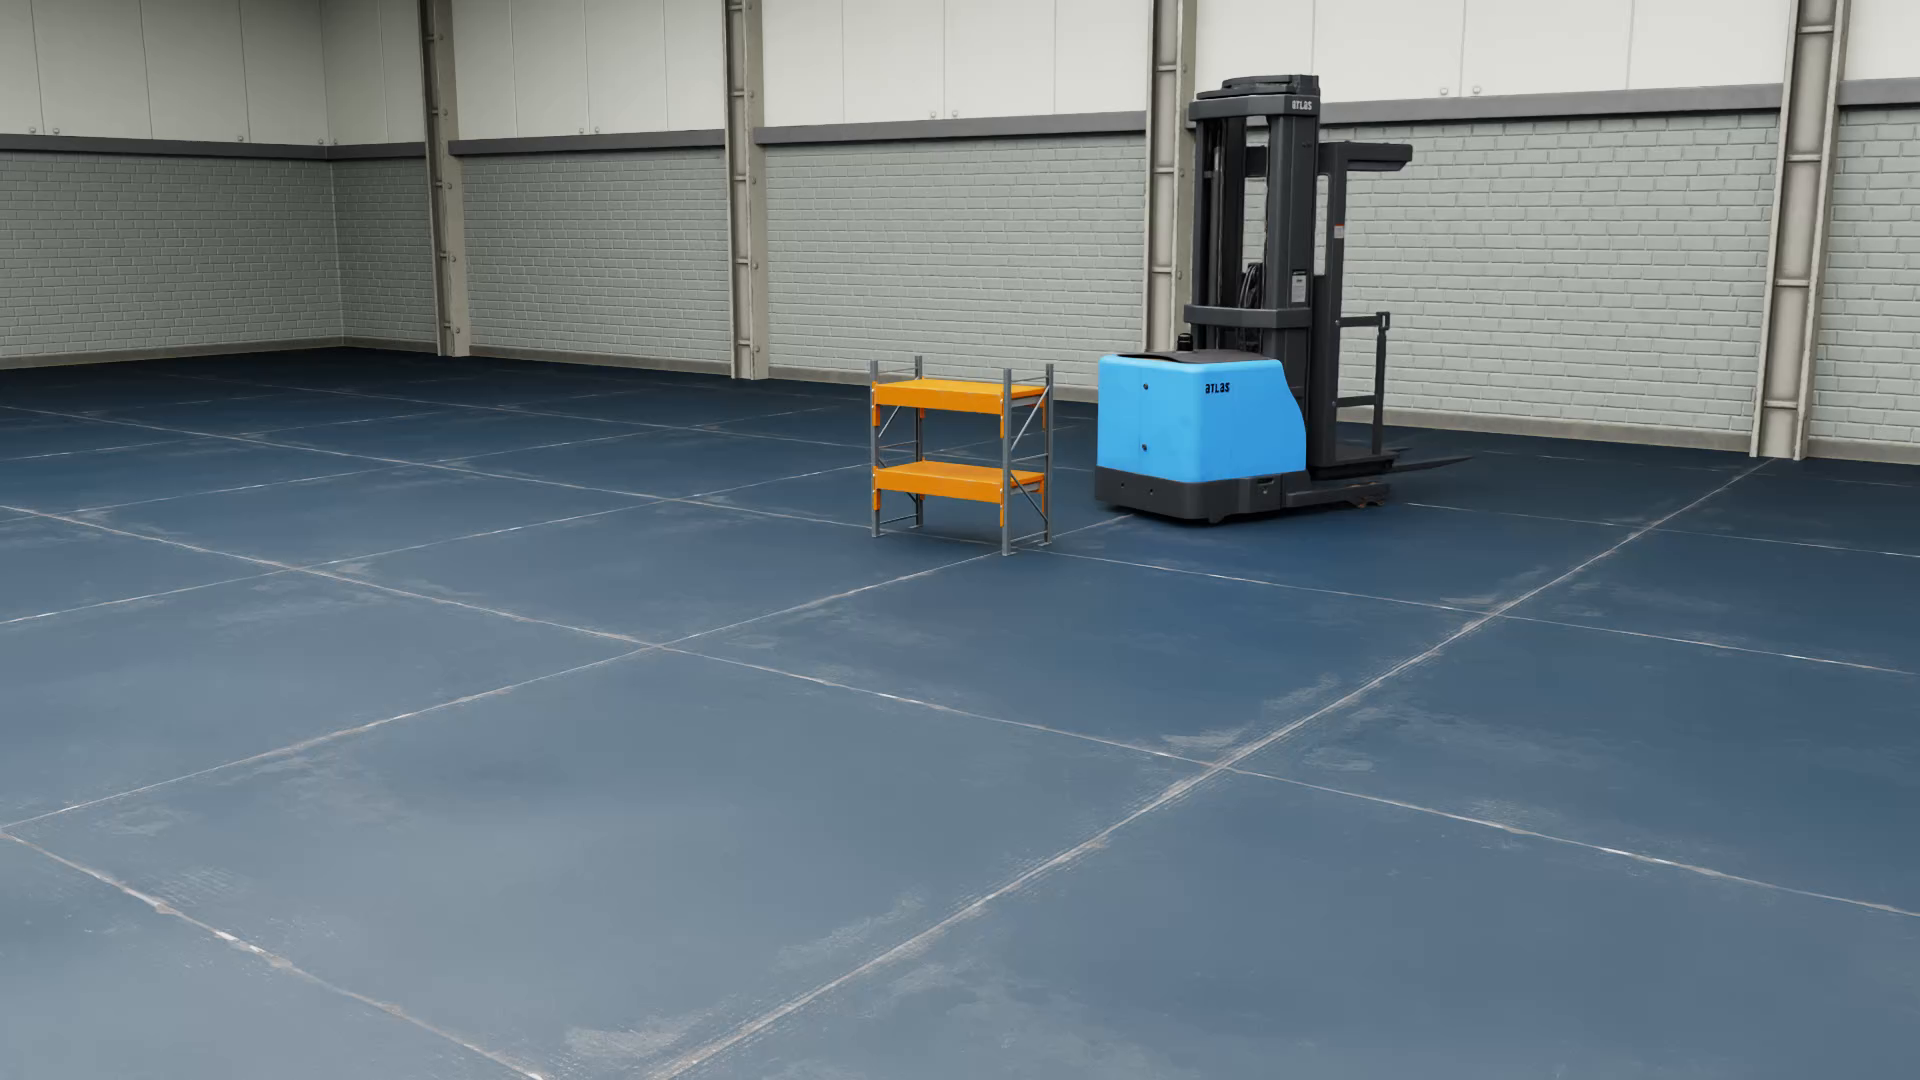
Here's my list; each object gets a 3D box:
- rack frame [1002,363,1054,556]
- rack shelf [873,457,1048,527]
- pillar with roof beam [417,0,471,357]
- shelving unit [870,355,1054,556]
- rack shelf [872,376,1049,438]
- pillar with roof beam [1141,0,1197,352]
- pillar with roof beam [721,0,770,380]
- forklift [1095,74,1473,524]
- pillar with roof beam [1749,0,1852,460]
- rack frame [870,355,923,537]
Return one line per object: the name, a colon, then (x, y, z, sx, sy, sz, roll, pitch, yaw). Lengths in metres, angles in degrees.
rack frame: (0.415, -0.494, 10.124, 0.032, 1.125, 0.500, 8, 13, 36)
rack shelf: (0.005, -0.311, 10.465, 1.000, 0.278, 0.538, 8, 13, 36)
pillar with roof beam: (-10.054, -6.499, 20.432, 0.400, 9.000, 9.100, 8, 13, 36)
shelving unit: (0.005, -0.552, 10.419, 1.048, 1.125, 0.538, 8, 13, 36)
rack shelf: (0.005, -0.839, 10.363, 1.000, 0.278, 0.538, 8, 13, 36)
pillar with roof beam: (-0.382, -5.150, 13.458, 0.400, 9.000, 9.100, 8, 13, 36)
pillar with roof beam: (-5.218, -5.824, 16.945, 0.400, 9.000, 9.100, 8, 13, 36)
forklift: (2.448, -1.739, 11.803, 3.031, 2.935, 1.130, -7, 13, -33)
pillar with roof beam: (4.454, -4.475, 9.971, 0.400, 9.000, 9.100, 8, 13, 36)
rack frame: (-0.404, -0.609, 10.714, 0.032, 1.125, 0.500, 8, 13, 36)
